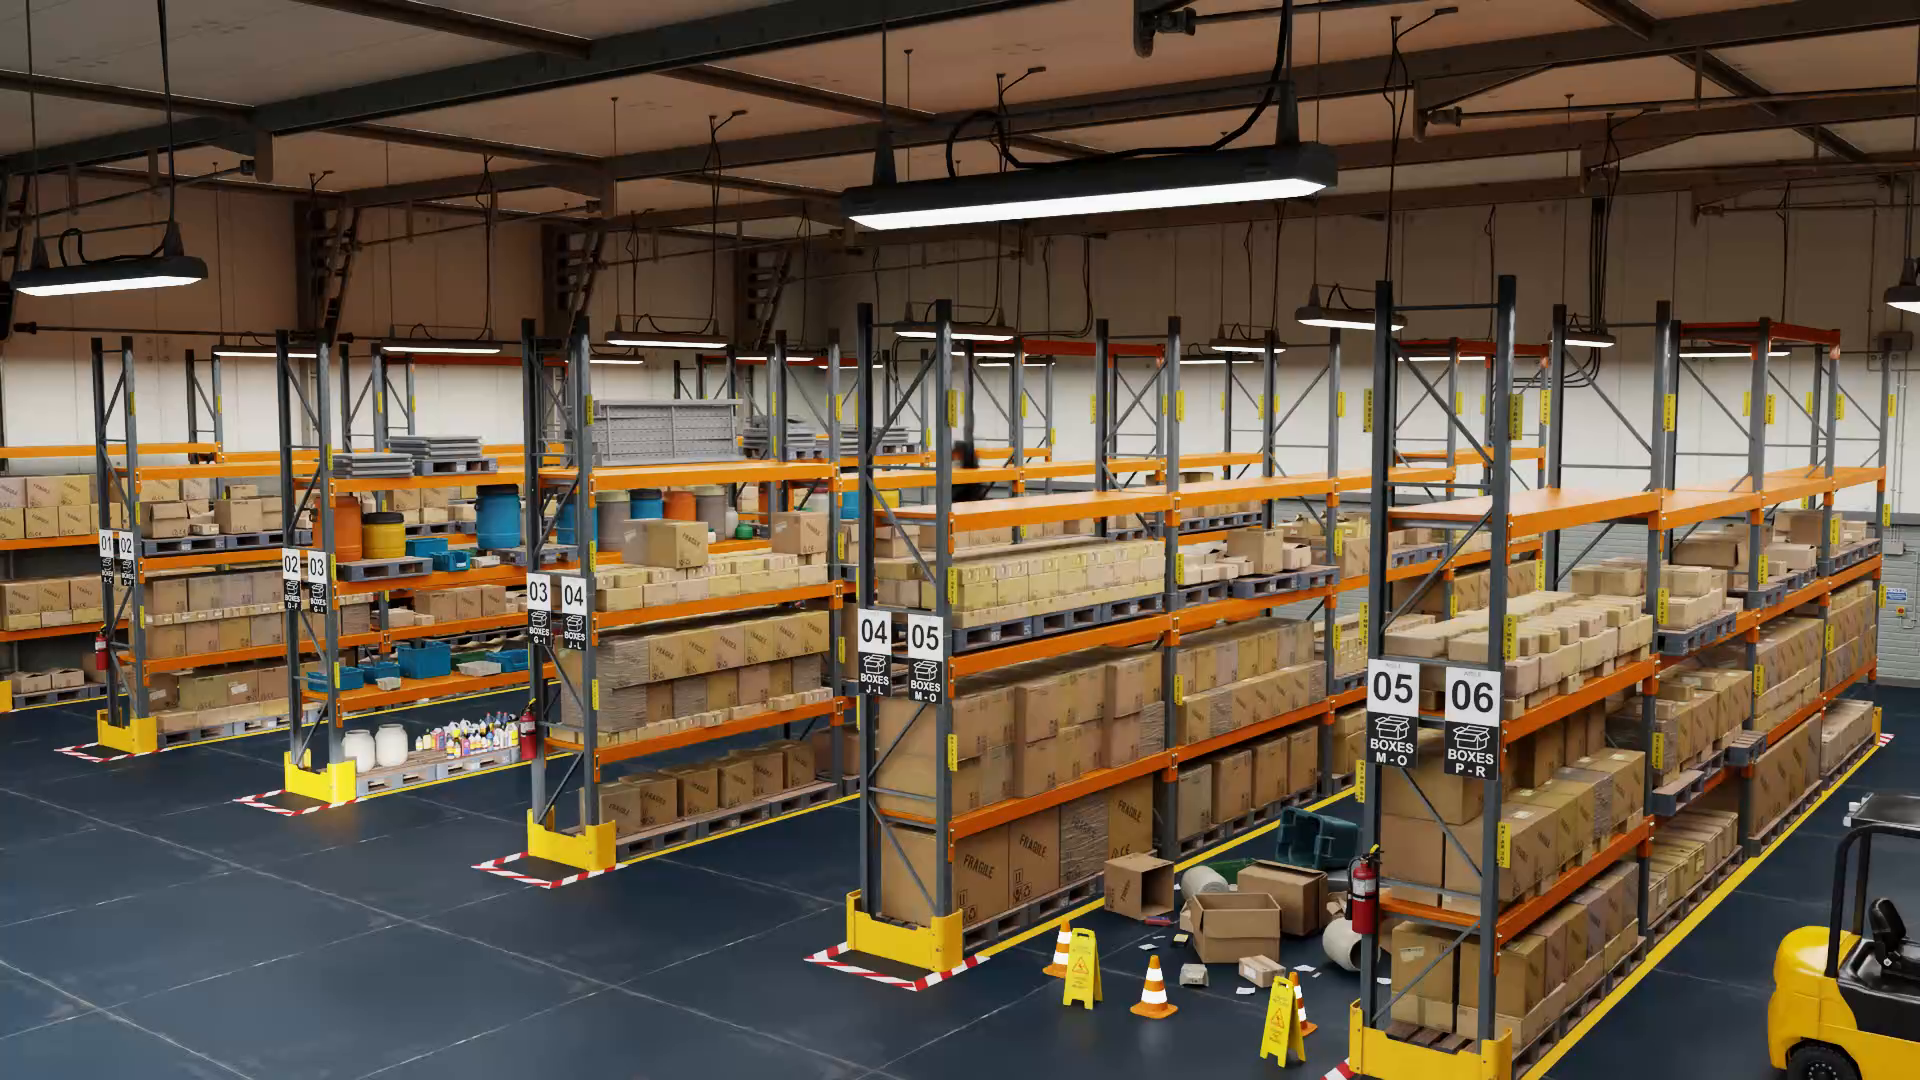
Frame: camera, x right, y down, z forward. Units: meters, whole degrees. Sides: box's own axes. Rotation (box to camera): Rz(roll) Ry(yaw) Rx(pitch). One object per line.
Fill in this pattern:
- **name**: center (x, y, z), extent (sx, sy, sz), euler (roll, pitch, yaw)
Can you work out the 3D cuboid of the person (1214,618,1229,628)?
- **person**: center (4.074, 2.048, 26.351), extent (0.605, 1.659, 0.535), euler (3, 6, 30)
